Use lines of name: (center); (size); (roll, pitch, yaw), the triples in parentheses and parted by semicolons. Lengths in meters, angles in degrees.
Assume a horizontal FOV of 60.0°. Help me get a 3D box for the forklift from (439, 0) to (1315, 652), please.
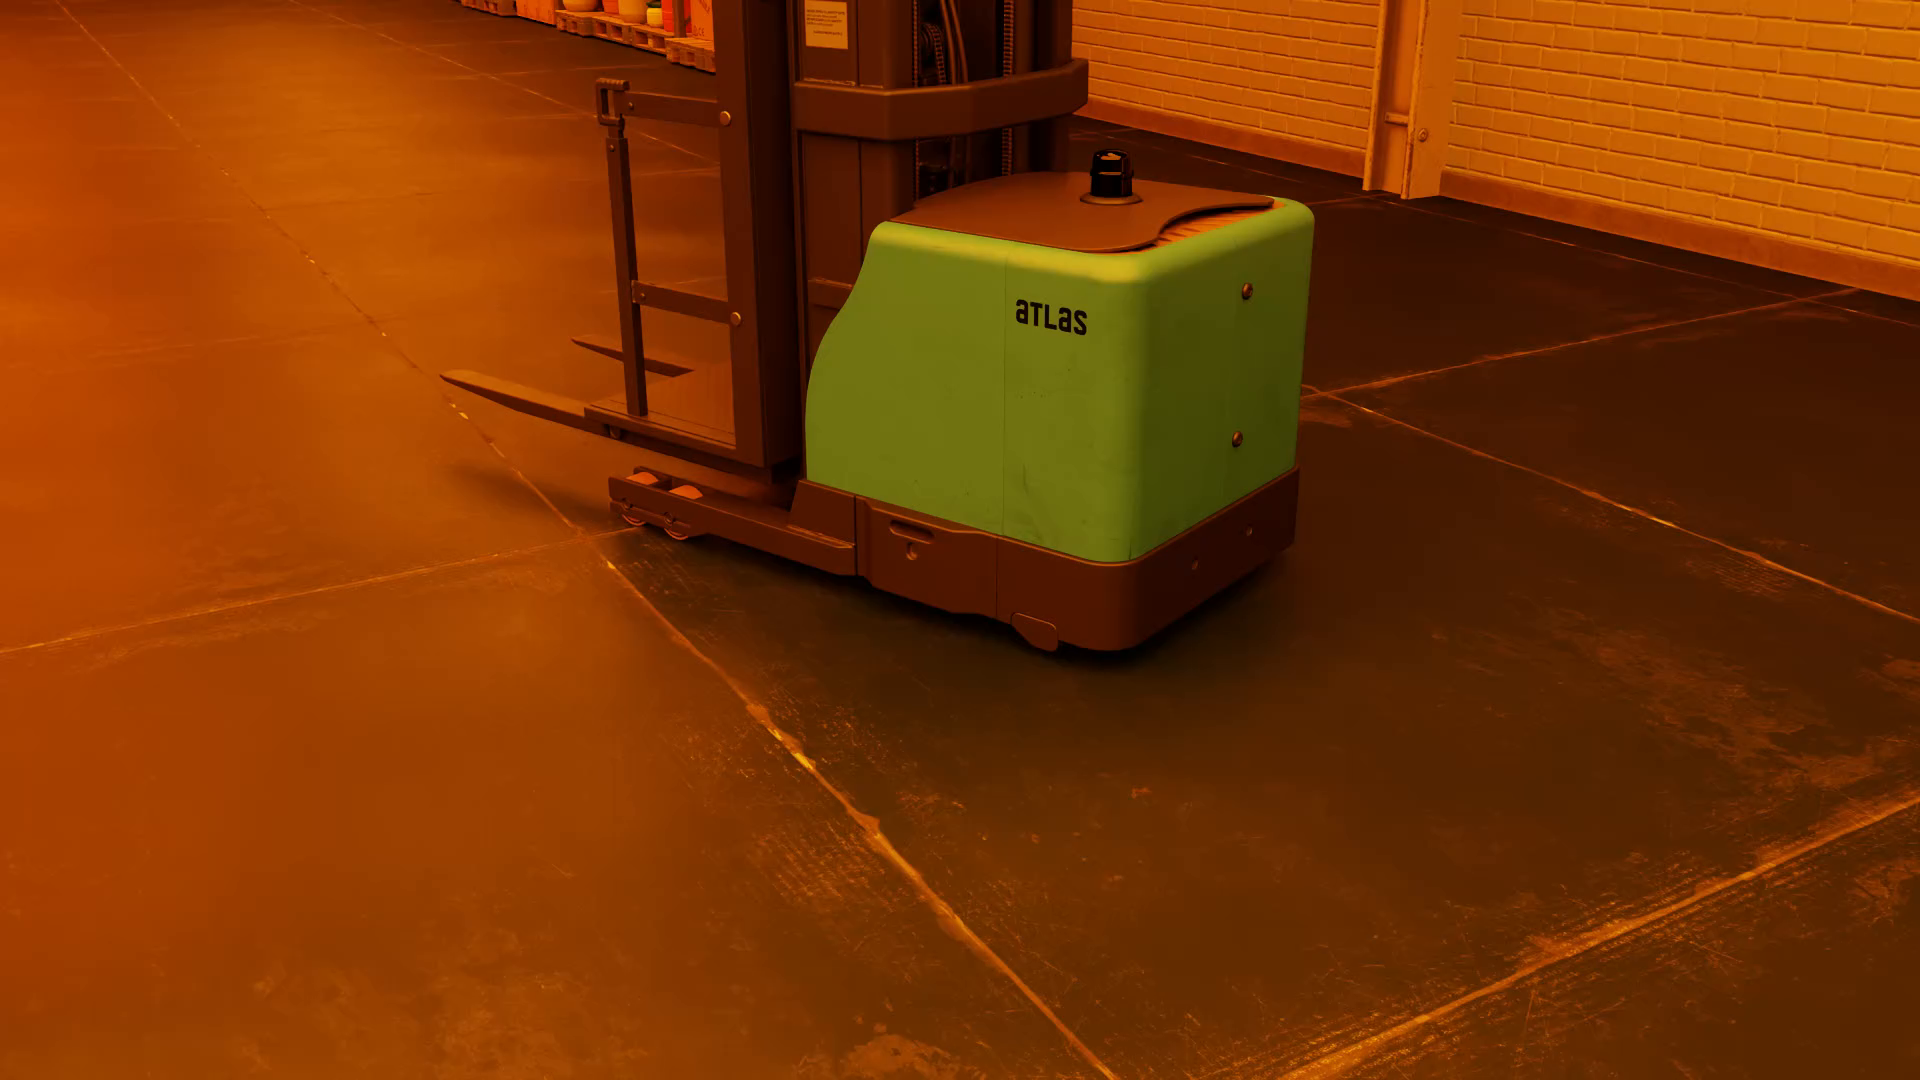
forklift: (-0.481, -1.497, 4.922); (3.031, 2.935, 1.130); (16, 27, 34)
